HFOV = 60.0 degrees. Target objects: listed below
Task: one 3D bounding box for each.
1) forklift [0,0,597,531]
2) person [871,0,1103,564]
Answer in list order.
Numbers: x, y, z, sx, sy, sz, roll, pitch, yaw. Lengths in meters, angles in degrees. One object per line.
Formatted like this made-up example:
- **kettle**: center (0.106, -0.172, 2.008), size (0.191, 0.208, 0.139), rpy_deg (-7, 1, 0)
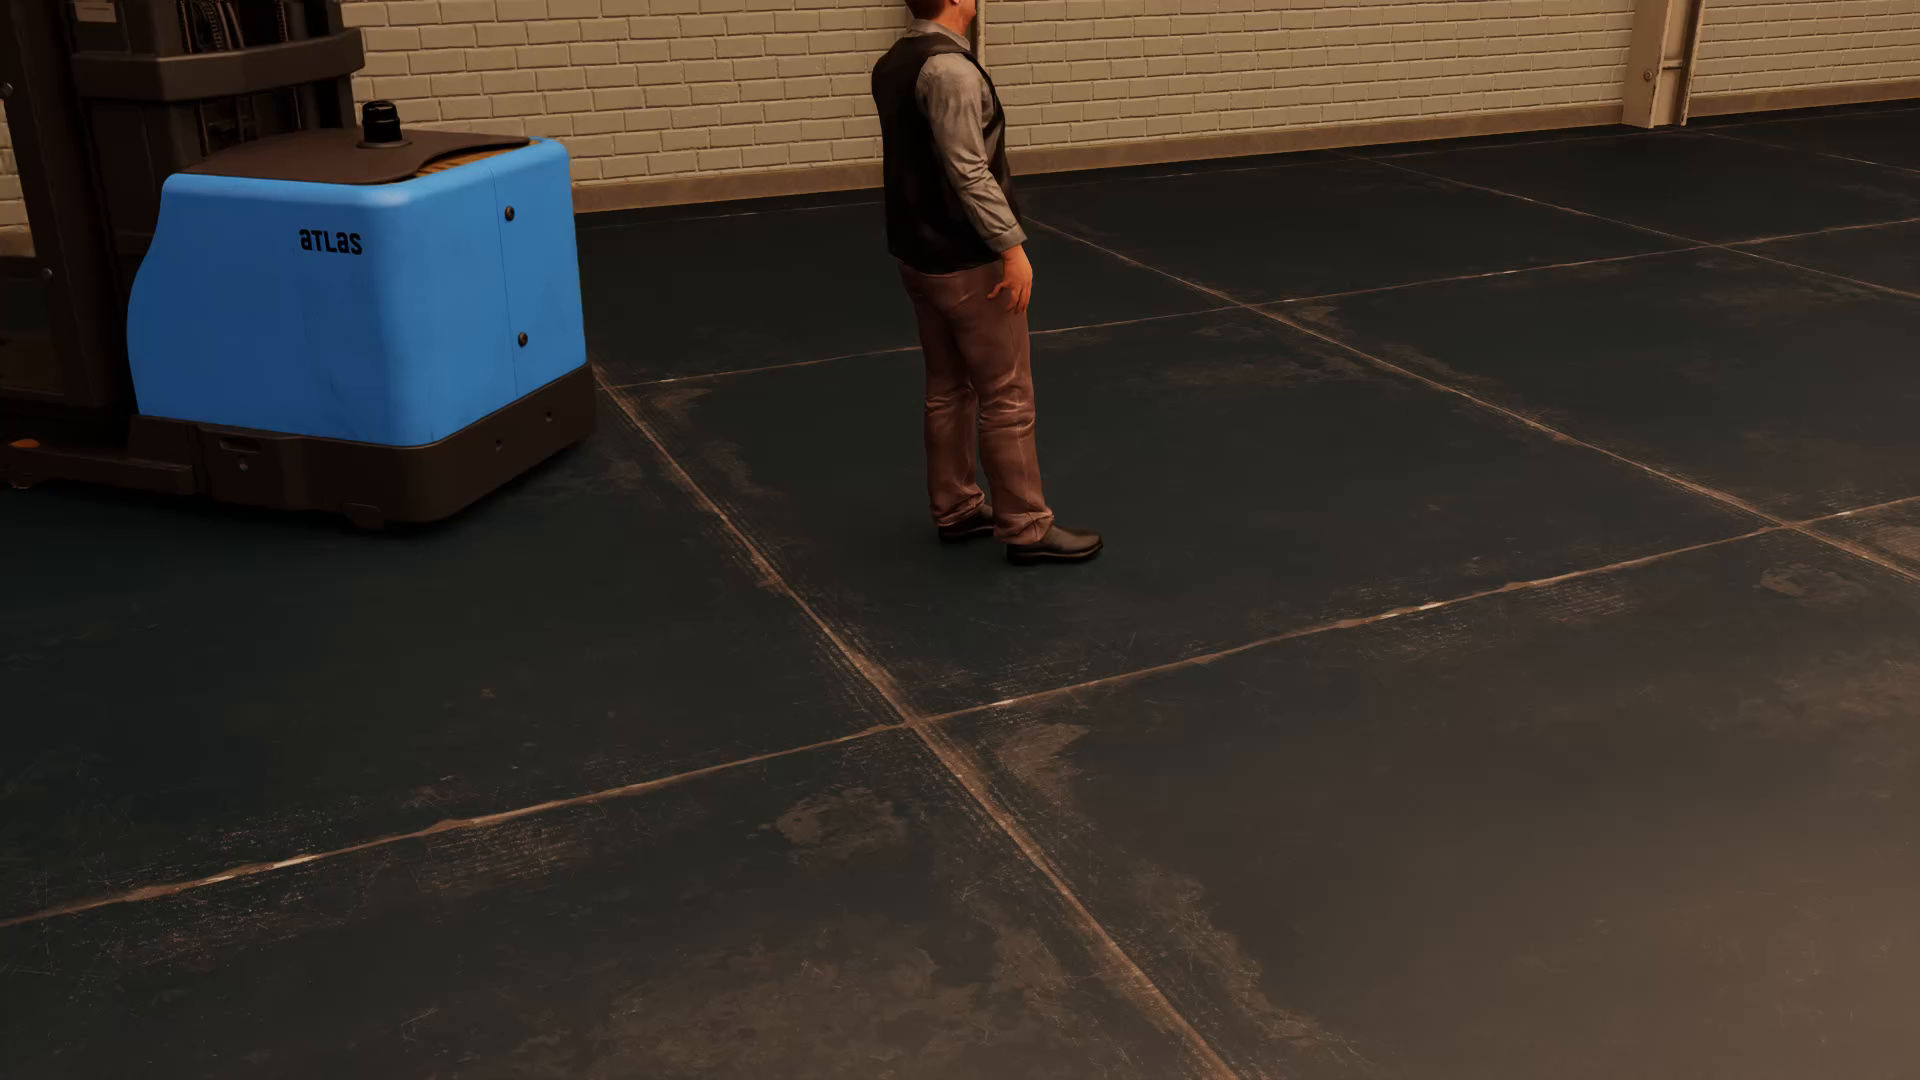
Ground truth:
- **forklift**: center (-2.857, -1.704, 5.387), size (3.031, 2.935, 1.130), rpy_deg (7, 24, 17)
- **person**: center (0.067, -0.811, 4.795), size (0.551, 1.721, 0.633), rpy_deg (-10, 25, -23)
